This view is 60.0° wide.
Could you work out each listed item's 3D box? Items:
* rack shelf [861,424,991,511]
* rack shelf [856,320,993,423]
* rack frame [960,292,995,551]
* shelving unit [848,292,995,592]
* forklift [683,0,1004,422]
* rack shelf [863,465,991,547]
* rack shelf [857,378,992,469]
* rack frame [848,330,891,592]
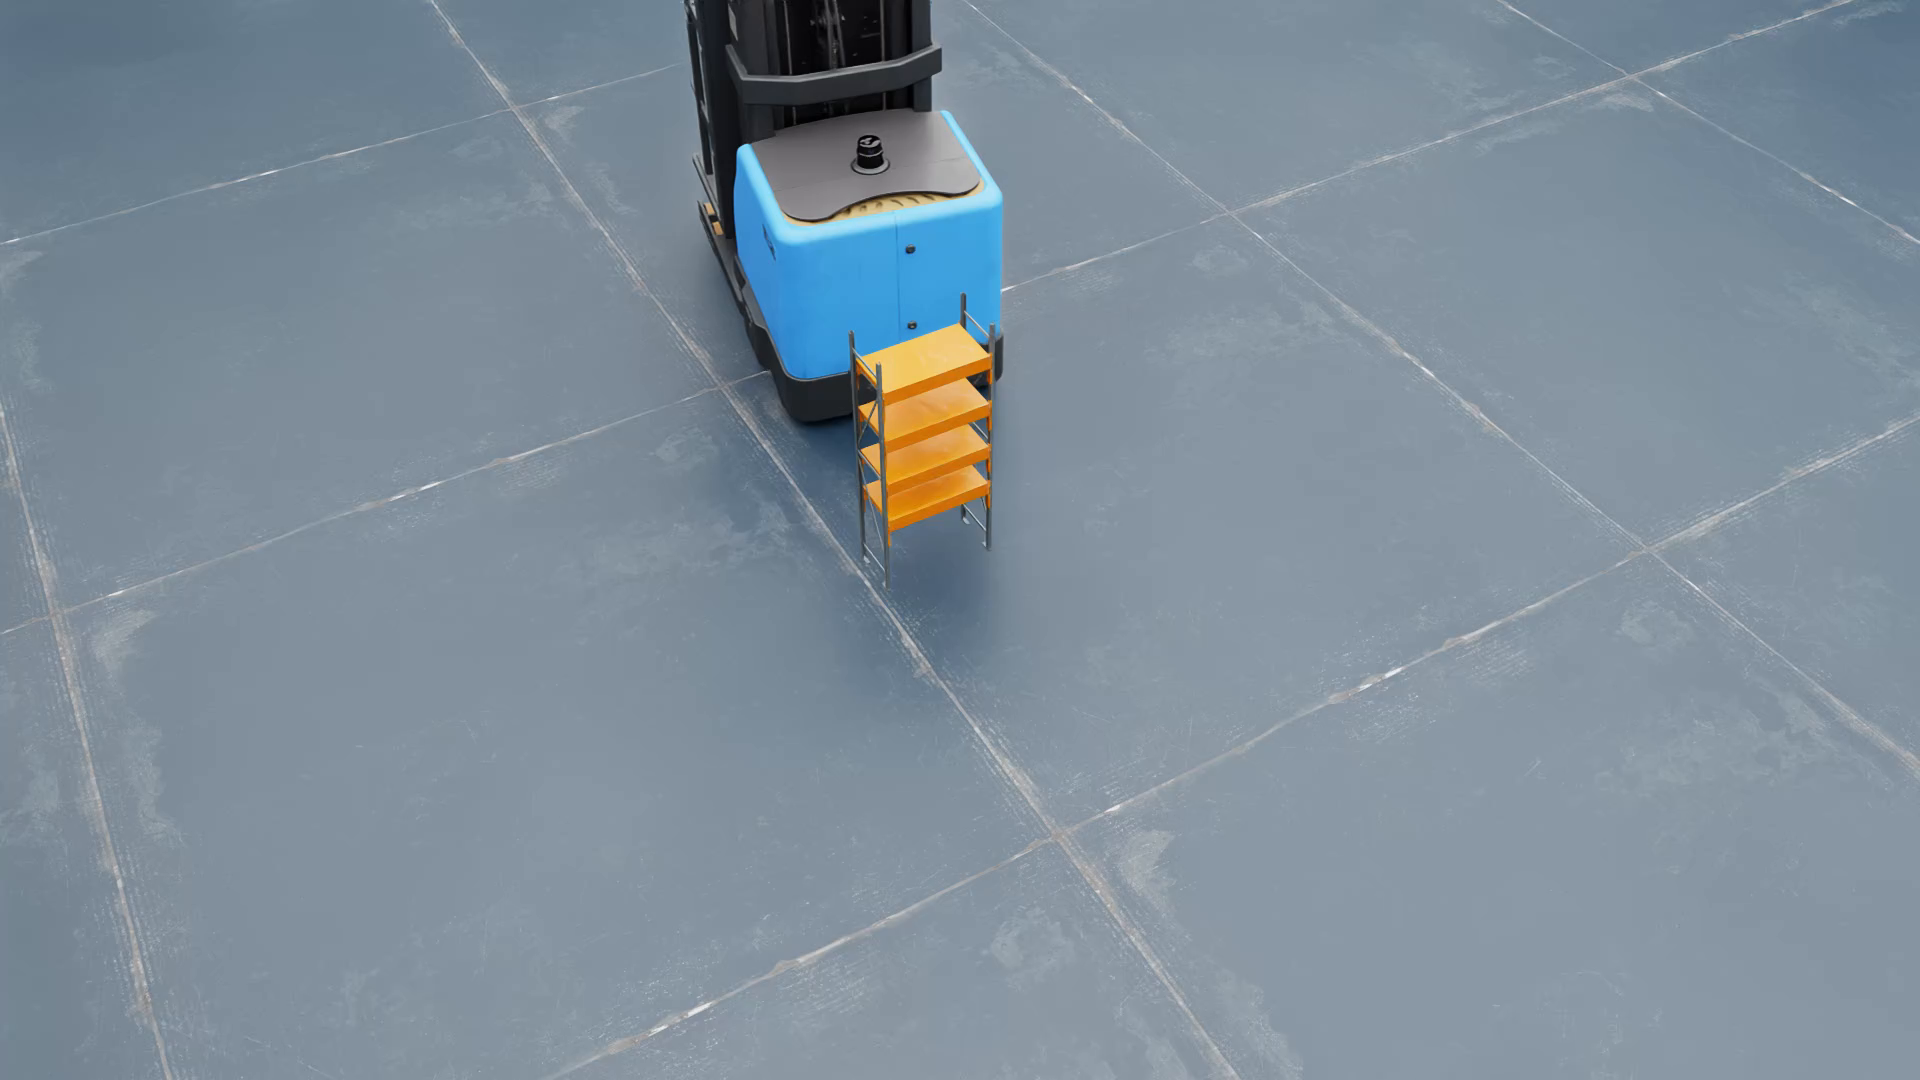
[{"bbox_3d":[-0.144,-0.325,6.749,0.480,0.148,0.258,-22,48,-21],"label":"rack shelf"},{"bbox_3d":[-0.144,-0.655,6.429,0.480,0.148,0.258,-22,48,-21],"label":"rack shelf"},{"bbox_3d":[0.068,-0.458,6.790,0.015,1.200,0.240,-22,48,-21],"label":"rack frame"},{"bbox_3d":[-0.144,-0.373,6.702,0.503,1.200,0.258,-22,48,-21],"label":"shelving unit"},{"bbox_3d":[-0.749,-2.638,7.793,1.130,2.935,3.031,-13,46,-13],"label":"forklift"},{"bbox_3d":[-0.144,-0.182,6.887,0.480,0.148,0.258,-22,48,-21],"label":"rack shelf"},{"bbox_3d":[-0.144,-0.485,6.593,0.480,0.148,0.258,-22,48,-21],"label":"rack shelf"},{"bbox_3d":[-0.355,-0.288,6.615,0.015,1.200,0.240,-22,48,-21],"label":"rack frame"}]
